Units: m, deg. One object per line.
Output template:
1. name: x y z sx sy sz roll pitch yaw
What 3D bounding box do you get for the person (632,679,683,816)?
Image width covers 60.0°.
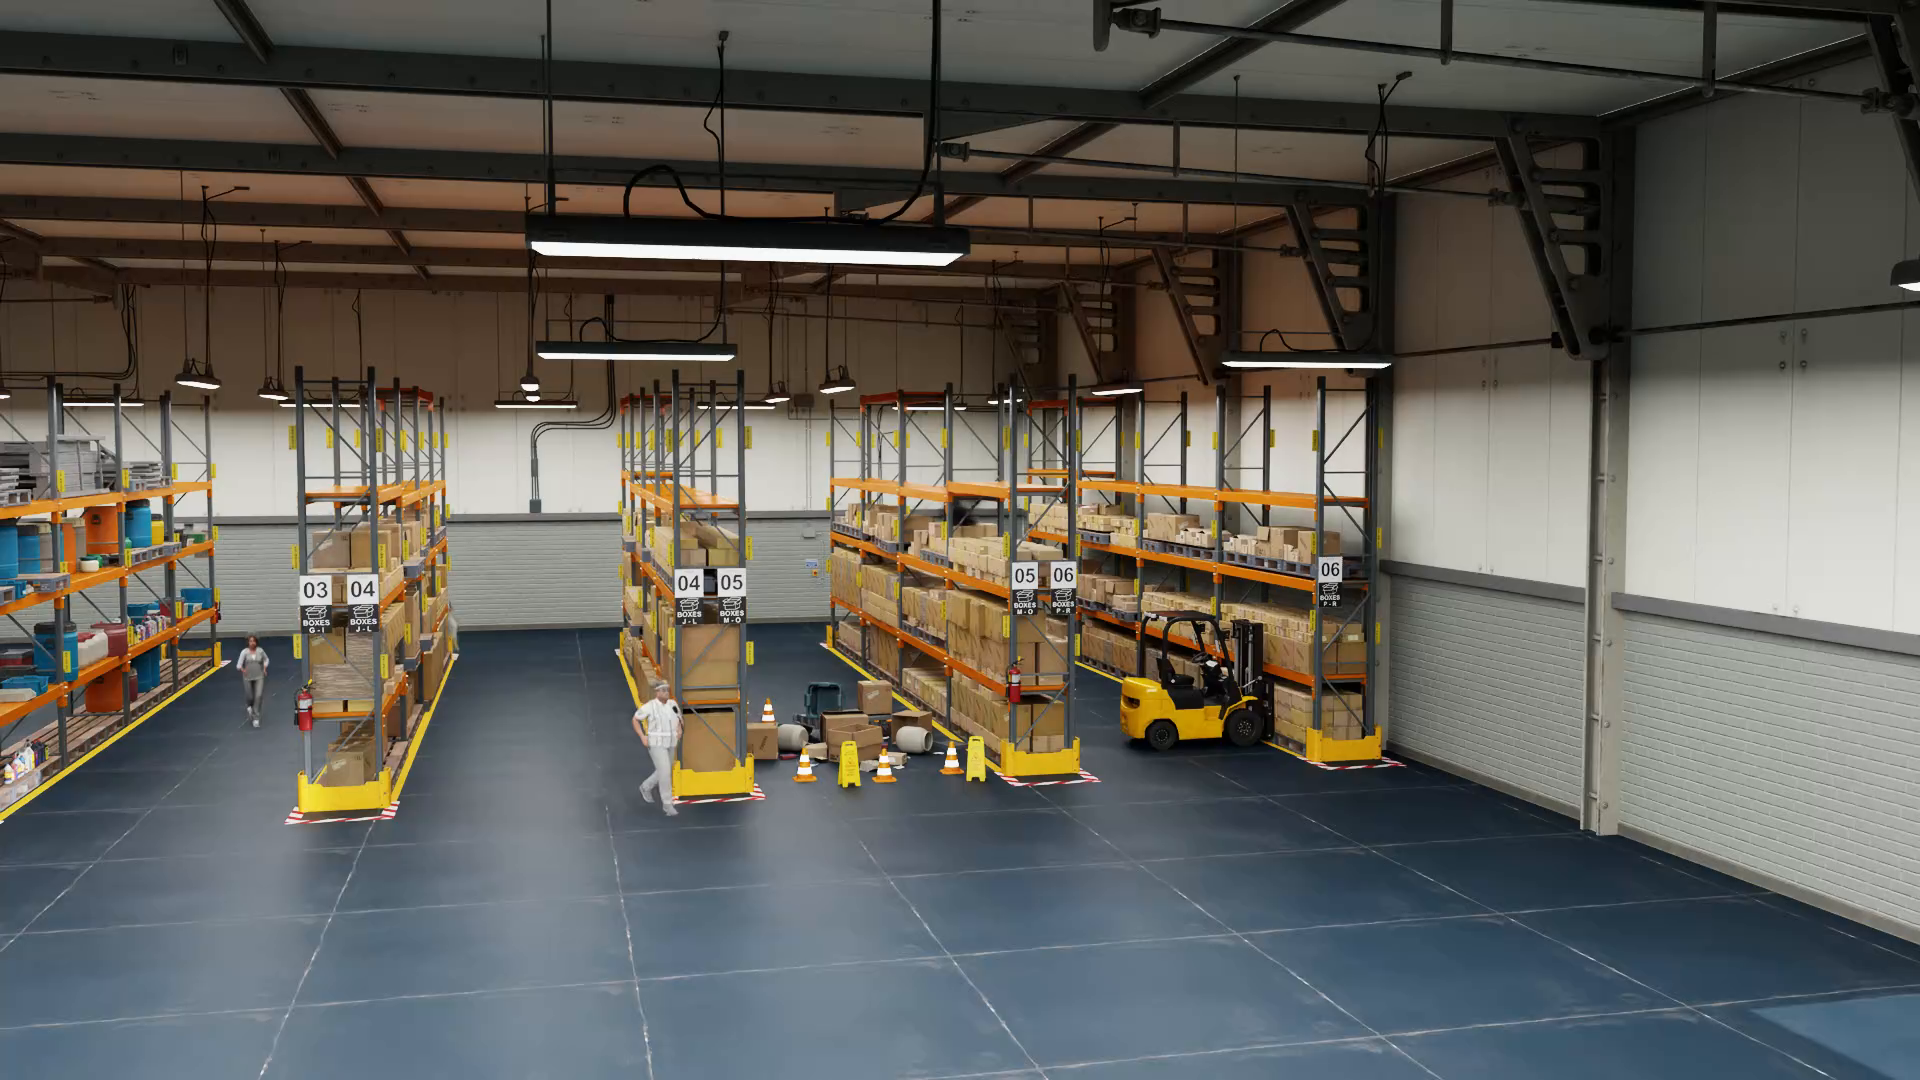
1. person: -4.041 2.786 22.546 0.908 1.804 0.700 3 4 39

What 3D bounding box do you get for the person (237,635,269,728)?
1. person: -12.462 2.470 29.329 0.538 1.596 0.812 -2 4 -27

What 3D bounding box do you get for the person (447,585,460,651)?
1. person: -12.334 1.829 39.536 0.765 1.705 0.608 0 3 2
